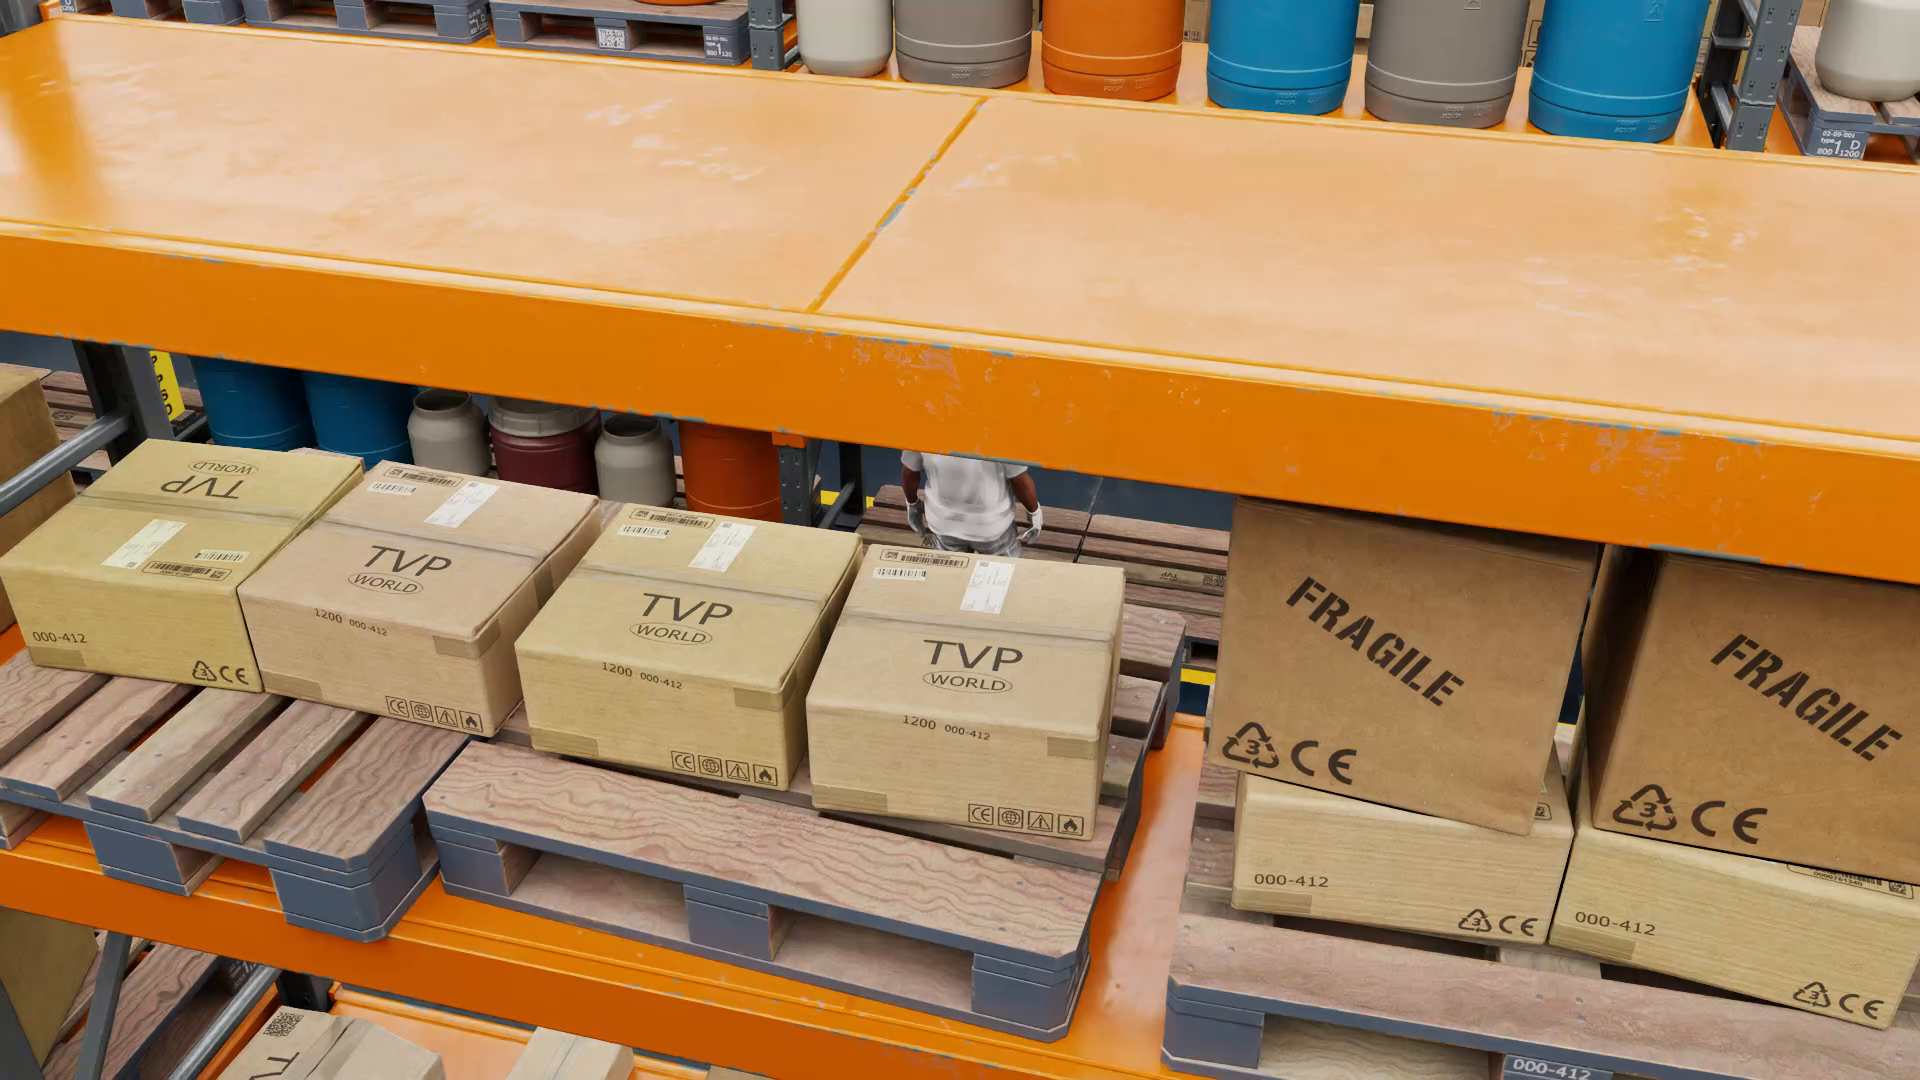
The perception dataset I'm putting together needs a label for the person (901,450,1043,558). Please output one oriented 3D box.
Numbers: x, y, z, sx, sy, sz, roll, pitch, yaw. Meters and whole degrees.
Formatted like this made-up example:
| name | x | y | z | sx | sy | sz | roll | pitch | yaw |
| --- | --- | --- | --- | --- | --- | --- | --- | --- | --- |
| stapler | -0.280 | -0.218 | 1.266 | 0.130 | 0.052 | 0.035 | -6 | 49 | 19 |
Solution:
| name | x | y | z | sx | sy | sz | roll | pitch | yaw |
| --- | --- | --- | --- | --- | --- | --- | --- | --- | --- |
| person | 0.075 | -0.148 | 7.858 | 0.656 | 1.784 | 0.575 | 8 | 33 | 12 |
